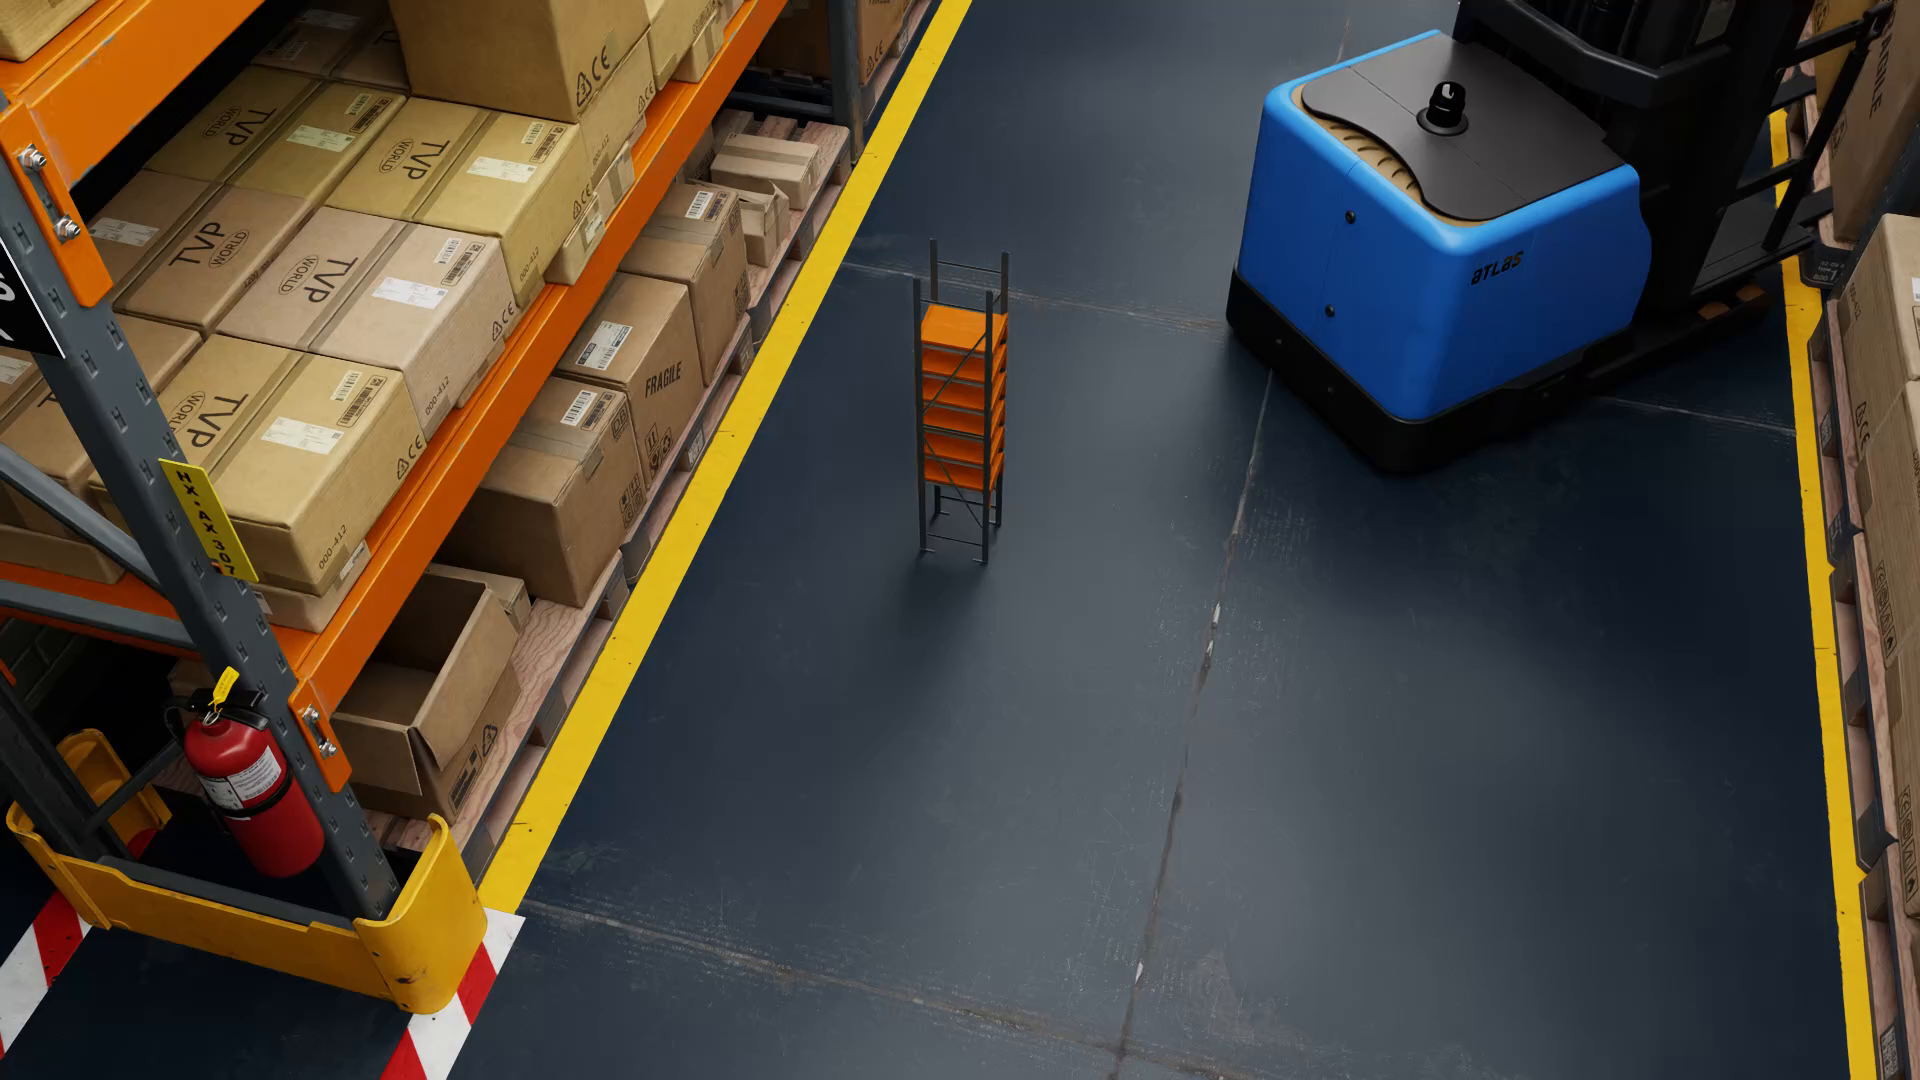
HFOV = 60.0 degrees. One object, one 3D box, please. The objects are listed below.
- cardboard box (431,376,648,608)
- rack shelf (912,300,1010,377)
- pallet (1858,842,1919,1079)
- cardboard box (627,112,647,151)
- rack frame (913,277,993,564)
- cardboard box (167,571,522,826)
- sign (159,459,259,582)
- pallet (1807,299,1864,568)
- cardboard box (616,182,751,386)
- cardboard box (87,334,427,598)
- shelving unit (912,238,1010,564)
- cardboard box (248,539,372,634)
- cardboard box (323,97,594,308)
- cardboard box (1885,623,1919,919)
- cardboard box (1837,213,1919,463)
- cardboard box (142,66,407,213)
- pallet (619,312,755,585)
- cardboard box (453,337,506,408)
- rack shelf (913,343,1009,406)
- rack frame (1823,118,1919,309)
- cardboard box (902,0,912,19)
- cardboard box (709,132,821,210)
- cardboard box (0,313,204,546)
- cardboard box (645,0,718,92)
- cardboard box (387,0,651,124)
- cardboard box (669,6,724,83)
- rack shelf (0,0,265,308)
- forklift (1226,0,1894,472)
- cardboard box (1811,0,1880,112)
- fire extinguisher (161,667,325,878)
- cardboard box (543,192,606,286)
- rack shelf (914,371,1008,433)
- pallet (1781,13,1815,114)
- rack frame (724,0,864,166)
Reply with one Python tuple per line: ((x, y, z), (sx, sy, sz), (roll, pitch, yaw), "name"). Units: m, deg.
((-1.455, -0.200, 5.313), (0.700, 0.500, 0.500), (13, 50, 12), "cardboard box")
((0.004, -0.616, 5.073), (0.258, 0.103, 0.180), (12, 50, 10), "rack shelf")
((2.955, 1.451, 4.328), (1.003, 0.211, 1.213), (12, 50, 10), "pallet")
((-1.180, -1.271, 5.039), (0.380, 0.149, 0.250), (11, 50, 10), "cardboard box")
((-0.020, -0.341, 5.251), (0.240, 1.200, 0.006), (12, 50, 10), "rack frame")
((-1.717, 0.409, 4.773), (0.797, 0.503, 0.637), (10, 49, 9), "cardboard box")
((-1.446, -0.034, 3.202), (0.100, 0.325, 0.005), (12, 50, 10), "sign")
((3.597, -0.313, 5.886), (1.003, 0.211, 1.213), (12, 50, 10), "pallet")
((-1.181, -0.951, 5.976), (0.700, 0.500, 0.500), (10, 49, 9), "cardboard box")
((-1.590, -0.178, 3.808), (0.500, 0.250, 0.500), (12, 50, 10), "cardboard box")
((0.004, -0.407, 5.309), (0.258, 1.200, 0.189), (12, 50, 10), "shelving unit")
((-1.618, 0.045, 3.877), (0.380, 0.149, 0.250), (11, 50, 10), "cardboard box")
((-1.327, -0.910, 4.454), (0.500, 0.250, 0.500), (11, 49, 9), "cardboard box")
((3.130, 0.671, 4.586), (0.875, 0.438, 0.875), (13, 50, 11), "cardboard box")
((3.604, -0.629, 5.733), (0.875, 0.438, 0.875), (11, 49, 9), "cardboard box")
((-1.833, -1.018, 4.550), (0.500, 0.250, 0.500), (13, 50, 11), "cardboard box")
((-1.418, -0.443, 6.000), (1.003, 0.211, 1.213), (12, 50, 10), "pallet")
((-1.435, -0.516, 4.372), (0.380, 0.149, 0.250), (13, 50, 11), "cardboard box")
((0.004, -0.537, 5.163), (0.258, 0.103, 0.180), (12, 50, 10), "rack shelf")
((3.873, -1.771, 5.312), (1.000, 3.000, 0.127), (12, 50, 10), "rack frame")
((-0.442, -2.752, 7.565), (0.500, 0.500, 0.500), (11, 49, 10), "cardboard box")
((-0.780, -1.482, 6.679), (0.380, 0.149, 0.250), (10, 49, 9), "cardboard box")
((-2.104, -0.288, 3.905), (0.500, 0.250, 0.500), (13, 50, 11), "cardboard box")
((-1.077, -1.656, 5.113), (0.500, 0.250, 0.500), (11, 50, 10), "cardboard box")
((-1.196, -1.511, 4.485), (0.500, 0.500, 0.500), (13, 50, 11), "cardboard box")
((-0.985, -1.624, 5.350), (0.380, 0.149, 0.250), (11, 49, 9), "cardboard box")
((-1.443, -2.055, 4.043), (1.077, 0.370, 4.000), (12, 50, 10), "rack shelf")
((2.558, -2.046, 5.601), (3.031, 2.935, 1.130), (-24, 53, -20), "forklift")
((4.189, -2.326, 6.939), (0.875, 0.875, 0.875), (13, 50, 11), "cardboard box")
((-1.562, 0.492, 3.615), (0.296, 0.674, 0.183), (12, 50, 10), "fire extinguisher")
((-1.231, -0.877, 4.691), (0.380, 0.149, 0.250), (10, 49, 9), "cardboard box")
((0.004, -0.457, 5.253), (0.258, 0.103, 0.180), (12, 50, 10), "rack shelf")
((4.322, -2.306, 7.645), (1.003, 0.211, 1.213), (12, 50, 10), "pallet")
((-0.917, -2.748, 6.174), (1.000, 3.000, 0.127), (12, 50, 10), "rack frame")
